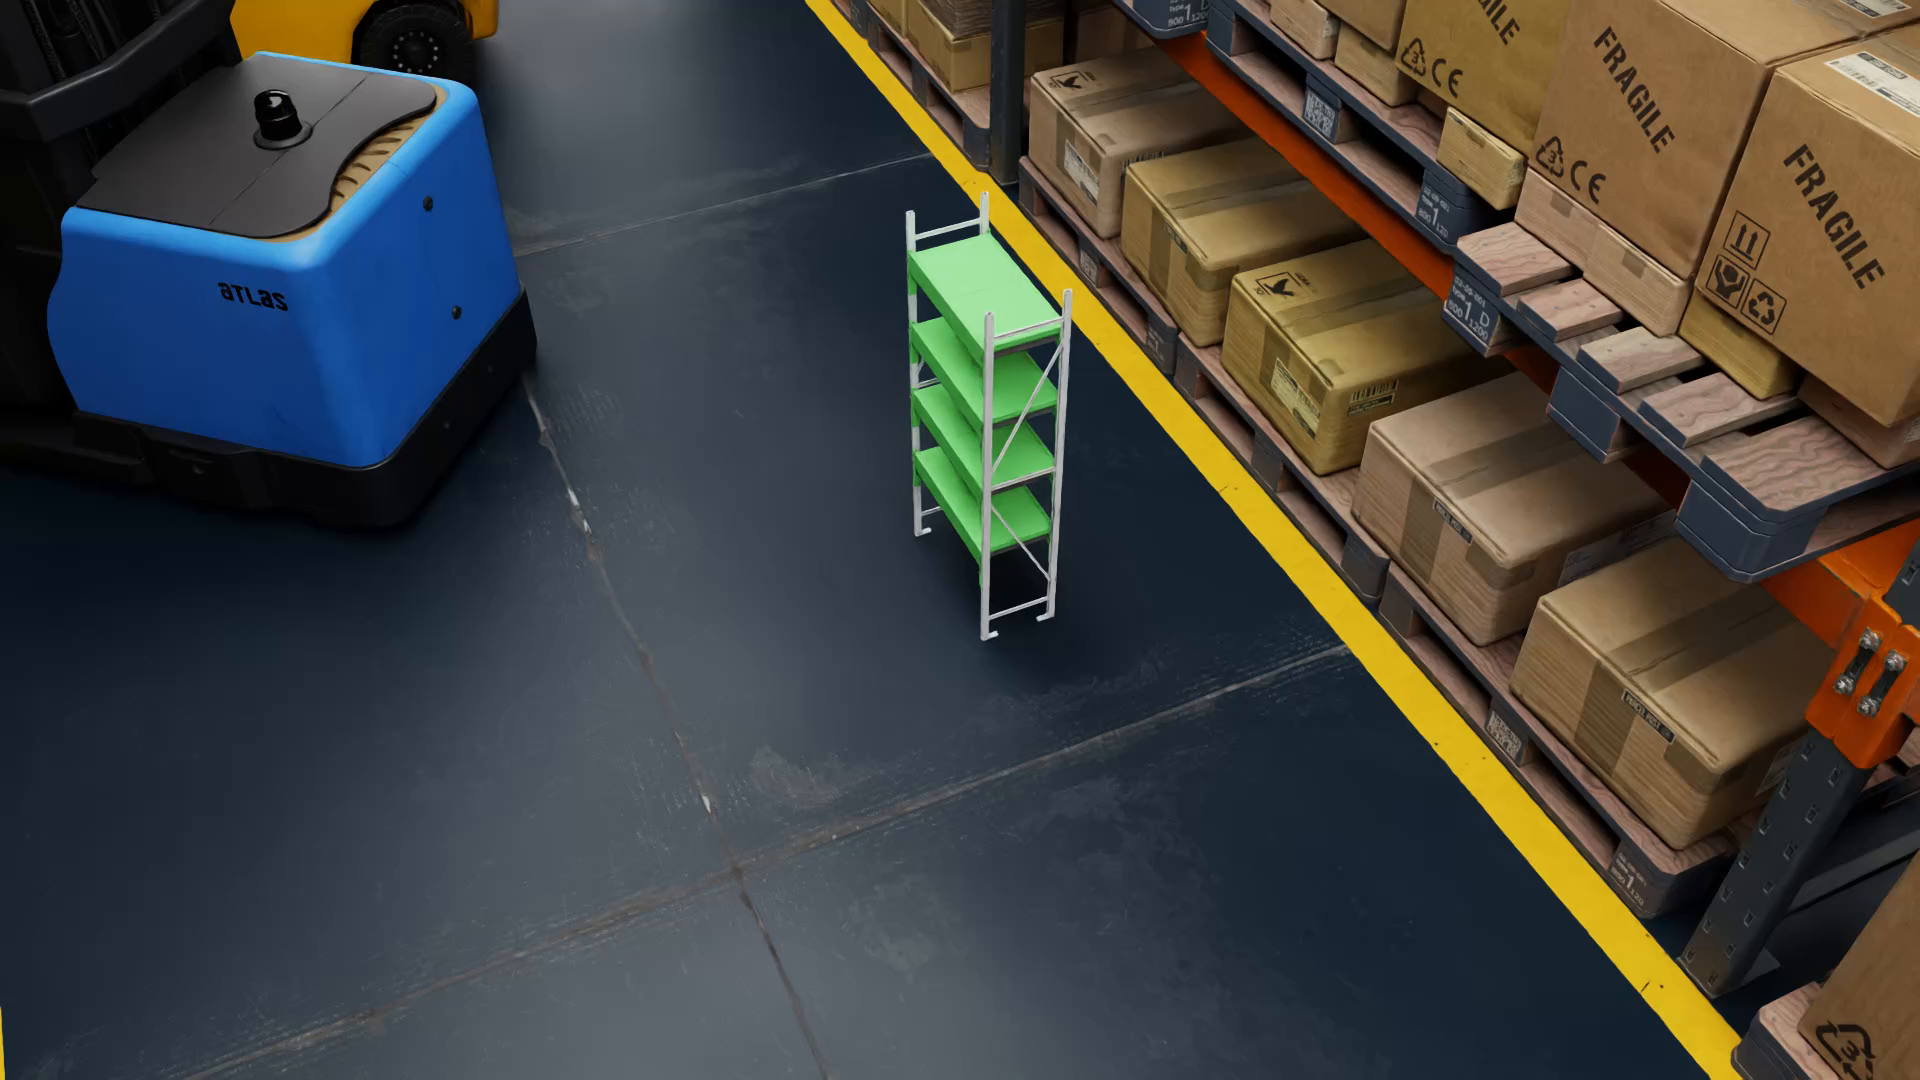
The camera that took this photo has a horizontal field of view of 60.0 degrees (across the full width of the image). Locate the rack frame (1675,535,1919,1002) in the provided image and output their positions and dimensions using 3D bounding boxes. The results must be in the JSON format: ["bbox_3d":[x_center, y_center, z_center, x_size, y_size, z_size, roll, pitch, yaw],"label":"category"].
[{"bbox_3d":[2.277,-0.117,3.233,1.000,3.000,0.127,-18,47,-17],"label":"rack frame"}]

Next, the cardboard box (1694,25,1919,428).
[{"bbox_3d":[1.834,-0.616,3.157,0.500,0.500,0.500,-19,48,-19],"label":"cardboard box"}]

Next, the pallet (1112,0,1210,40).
[{"bbox_3d":[0.785,-2.068,5.347,1.003,0.211,1.213,-18,47,-17],"label":"pallet"}]

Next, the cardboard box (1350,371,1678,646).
[{"bbox_3d":[1.731,-0.162,4.851,0.950,0.372,0.625,-19,48,-18],"label":"cardboard box"}]

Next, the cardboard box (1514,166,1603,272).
[{"bbox_3d":[1.502,-0.776,3.781,0.380,0.149,0.250,-20,48,-19],"label":"cardboard box"}]

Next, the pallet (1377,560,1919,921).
[{"bbox_3d":[1.950,0.377,4.718,1.003,0.211,1.213,-18,47,-17],"label":"pallet"}]

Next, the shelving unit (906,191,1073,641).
[{"bbox_3d":[0.070,-0.322,4.722,0.258,1.200,0.503,-18,47,-17],"label":"shelving unit"}]

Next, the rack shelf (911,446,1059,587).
[{"bbox_3d":[0.070,-0.105,4.935,0.258,0.148,0.480,-18,47,-17],"label":"rack shelf"}]

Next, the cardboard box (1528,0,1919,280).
[{"bbox_3d":[1.606,-0.942,3.487,0.500,0.500,0.500,-19,48,-18],"label":"cardboard box"}]

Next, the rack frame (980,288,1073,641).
[{"bbox_3d":[0.172,-0.166,4.564,0.240,1.200,0.015,-18,47,-17],"label":"rack frame"}]

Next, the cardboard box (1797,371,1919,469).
[{"bbox_3d":[1.926,-0.317,3.315,0.380,0.149,0.250,-16,47,-16],"label":"cardboard box"}]

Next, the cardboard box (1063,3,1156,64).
[{"bbox_3d":[0.592,-2.293,7.097,0.500,0.250,0.500,-20,48,-19],"label":"cardboard box"}]

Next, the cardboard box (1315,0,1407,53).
[{"bbox_3d":[1.165,-1.612,4.166,0.500,0.500,0.500,-20,48,-19],"label":"cardboard box"}]

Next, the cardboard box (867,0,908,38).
[{"bbox_3d":[-0.130,-2.471,7.277,0.500,0.250,0.500,-19,48,-18],"label":"cardboard box"}]

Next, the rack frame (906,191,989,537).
[{"bbox_3d":[-0.033,-0.477,4.879,0.240,1.200,0.015,-18,47,-17],"label":"rack frame"}]

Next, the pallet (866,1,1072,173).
[{"bbox_3d":[0.281,-2.091,7.219,1.003,0.211,1.213,-18,47,-17],"label":"pallet"}]

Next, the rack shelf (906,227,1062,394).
[{"bbox_3d":[0.070,-0.618,4.429,0.258,0.148,0.480,-18,47,-17],"label":"rack shelf"}]

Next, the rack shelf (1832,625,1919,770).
[{"bbox_3d":[3.118,1.413,2.194,1.077,0.370,4.000,-18,47,-17],"label":"rack shelf"}]

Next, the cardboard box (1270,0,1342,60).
[{"bbox_3d":[1.064,-1.442,4.456,0.380,0.149,0.250,-16,47,-16],"label":"cardboard box"}]

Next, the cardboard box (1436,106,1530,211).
[{"bbox_3d":[1.374,-0.948,3.955,0.380,0.149,0.250,-17,47,-17],"label":"cardboard box"}]

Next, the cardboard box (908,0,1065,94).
[{"bbox_3d":[0.103,-2.134,6.936,0.500,0.250,0.500,-16,47,-16],"label":"cardboard box"}]

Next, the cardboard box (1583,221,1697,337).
[{"bbox_3d":[1.601,-0.614,3.616,0.380,0.149,0.250,-18,48,-18],"label":"cardboard box"}]

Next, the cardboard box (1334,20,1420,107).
[{"bbox_3d":[1.202,-1.281,4.292,0.380,0.149,0.250,-19,48,-19],"label":"cardboard box"}]

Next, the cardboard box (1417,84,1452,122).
[{"bbox_3d":[1.383,-1.145,4.155,0.380,0.149,0.250,-18,47,-17],"label":"cardboard box"}]

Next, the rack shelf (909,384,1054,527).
[{"bbox_3d":[0.070,-0.276,4.767,0.258,0.148,0.480,-18,47,-17],"label":"rack shelf"}]

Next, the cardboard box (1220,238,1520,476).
[{"bbox_3d":[1.417,-0.647,5.342,0.950,0.372,0.625,-17,47,-16],"label":"cardboard box"}]

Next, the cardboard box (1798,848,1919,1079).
[{"bbox_3d":[2.492,0.954,3.361,0.875,0.875,0.875,-18,48,-18],"label":"cardboard box"}]

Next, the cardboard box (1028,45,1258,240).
[{"bbox_3d":[0.818,-1.547,6.254,0.950,0.372,0.625,-17,47,-17],"label":"cardboard box"}]

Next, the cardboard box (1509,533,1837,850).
[{"bbox_3d":[2.049,0.306,4.377,0.950,0.372,0.625,-21,48,-20],"label":"cardboard box"}]

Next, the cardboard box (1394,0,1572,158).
[{"bbox_3d":[1.393,-1.263,3.813,0.500,0.500,0.500,-21,48,-20],"label":"cardboard box"}]

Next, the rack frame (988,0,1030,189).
[{"bbox_3d":[0.595,-2.666,5.817,1.000,3.000,0.127,-18,47,-17],"label":"rack frame"}]

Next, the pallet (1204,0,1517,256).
[{"bbox_3d":[1.408,-1.298,4.567,1.003,0.211,1.213,-18,47,-17],"label":"pallet"}]

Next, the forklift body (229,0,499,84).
[{"bbox_3d":[-3.136,-2.775,6.531,2.313,2.155,1.214,-18,47,-17],"label":"forklift body"}]

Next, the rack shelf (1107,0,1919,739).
[{"bbox_3d":[1.436,-1.136,4.778,1.077,0.370,4.000,-18,47,-17],"label":"rack shelf"}]

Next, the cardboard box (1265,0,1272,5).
[{"bbox_3d":[0.999,-1.627,4.643,0.380,0.149,0.250,-18,47,-17],"label":"cardboard box"}]

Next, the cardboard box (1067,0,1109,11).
[{"bbox_3d":[0.592,-2.560,6.833,0.500,0.500,0.500,-16,47,-16],"label":"cardboard box"}]

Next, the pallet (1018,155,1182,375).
[{"bbox_3d":[0.924,-1.178,6.294,1.003,0.211,1.213,-18,47,-17],"label":"pallet"}]

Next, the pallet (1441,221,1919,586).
[{"bbox_3d":[1.881,-0.472,3.729,1.213,0.211,1.003,-18,47,-17],"label":"pallet"}]

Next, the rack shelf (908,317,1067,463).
[{"bbox_3d":[0.070,-0.447,4.598,0.258,0.148,0.480,-18,47,-17],"label":"rack shelf"}]

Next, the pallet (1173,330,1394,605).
[{"bbox_3d":[1.441,-0.399,5.505,1.003,0.211,1.213,-18,47,-17],"label":"pallet"}]

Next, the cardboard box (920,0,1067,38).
[{"bbox_3d":[0.103,-2.402,6.673,0.500,0.500,0.500,-19,48,-18],"label":"cardboard box"}]

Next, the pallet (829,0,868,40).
[{"bbox_3d":[-0.236,-2.870,8.008,1.003,0.211,1.213,-18,47,-17],"label":"pallet"}]

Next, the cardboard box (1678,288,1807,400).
[{"bbox_3d":[1.747,-0.466,3.467,0.380,0.149,0.250,-17,47,-17],"label":"cardboard box"}]

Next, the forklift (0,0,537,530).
[{"bbox_3d":[-3.059,-1.662,4.847,3.031,2.935,1.130,11,46,11],"label":"forklift"}]

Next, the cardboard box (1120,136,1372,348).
[{"bbox_3d":[1.123,-1.090,5.791,0.950,0.372,0.625,-15,47,-15],"label":"cardboard box"}]

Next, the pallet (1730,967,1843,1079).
[{"bbox_3d":[2.540,1.400,3.681,1.003,0.211,1.213,-18,47,-17],"label":"pallet"}]
